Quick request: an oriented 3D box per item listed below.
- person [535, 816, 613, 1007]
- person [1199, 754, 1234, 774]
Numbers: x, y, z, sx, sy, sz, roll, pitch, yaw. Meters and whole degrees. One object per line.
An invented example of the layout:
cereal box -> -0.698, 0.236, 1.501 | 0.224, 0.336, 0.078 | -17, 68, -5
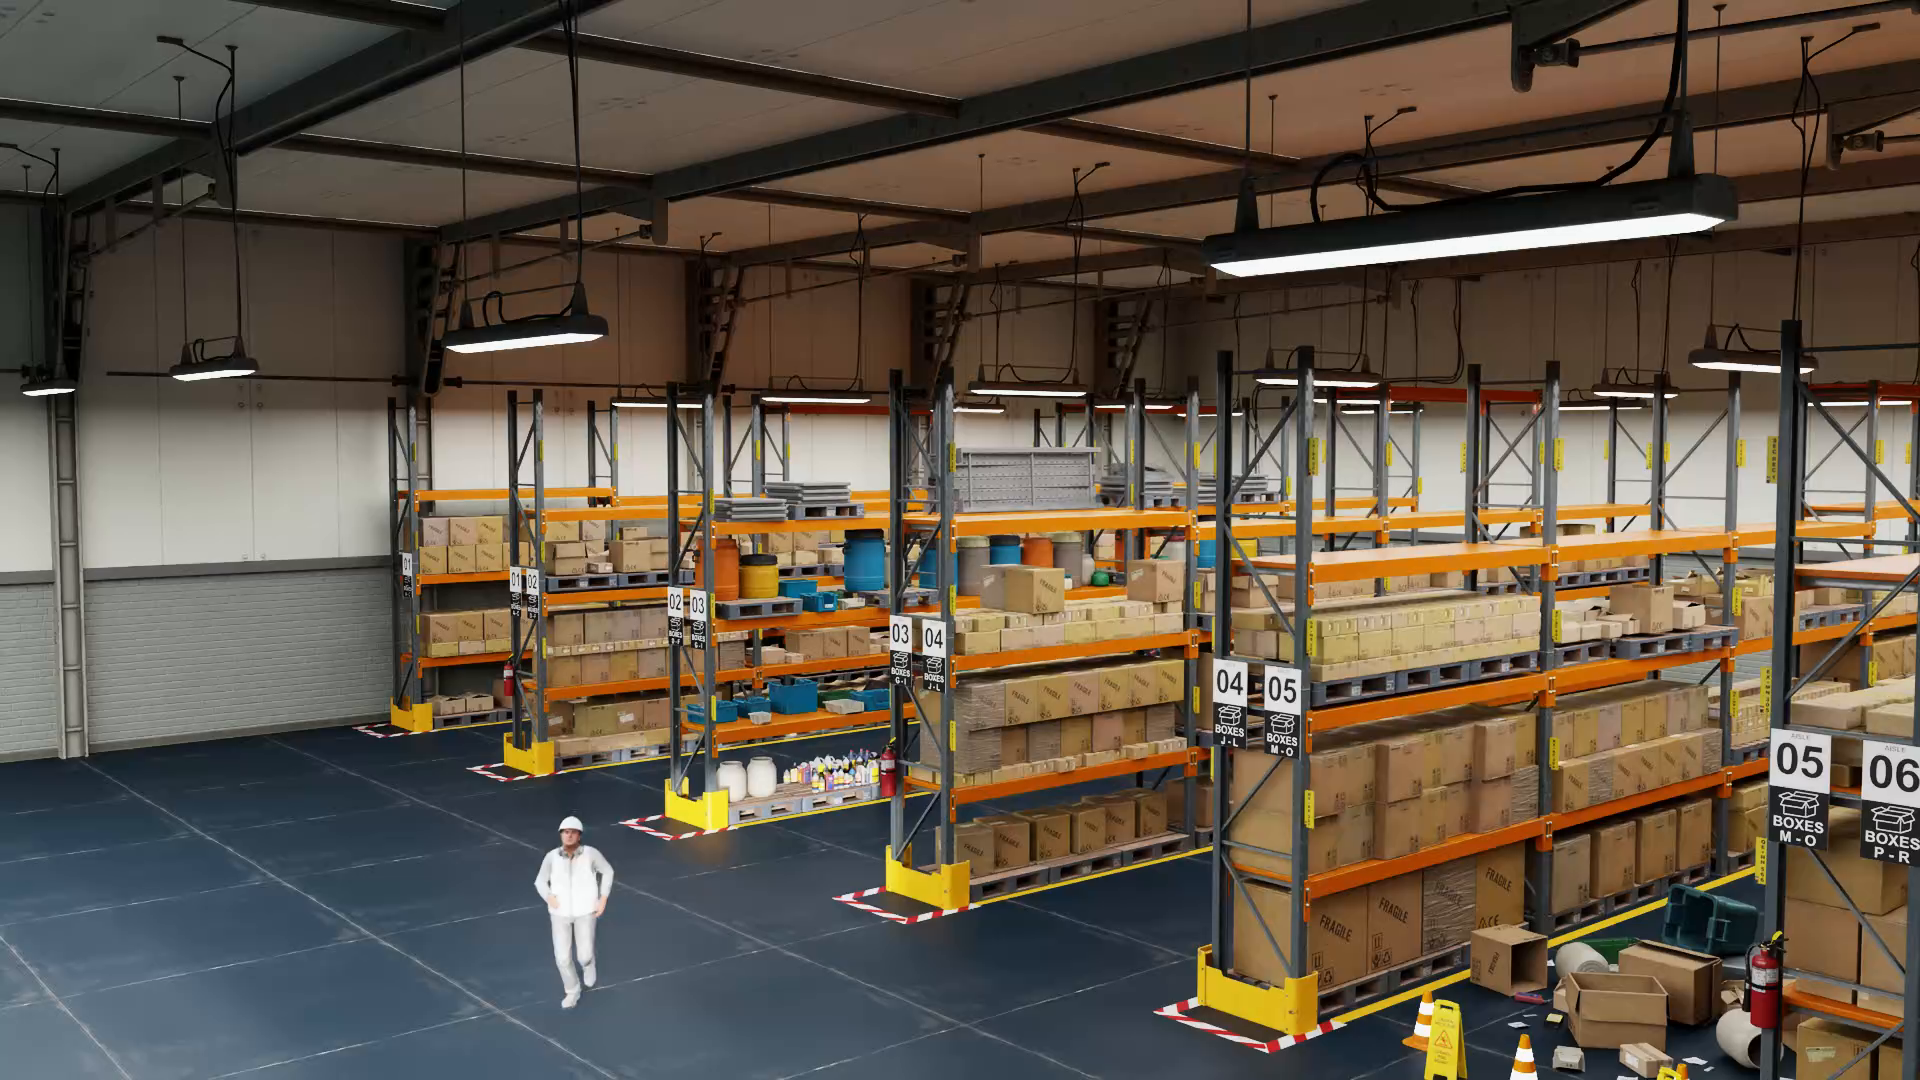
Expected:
person -> -3.549, 3.408, 15.267 | 0.698, 1.737, 0.591 | 0, 3, -7
person -> 3.885, 2.806, 25.504 | 0.715, 1.735, 0.812 | 3, 4, 41
